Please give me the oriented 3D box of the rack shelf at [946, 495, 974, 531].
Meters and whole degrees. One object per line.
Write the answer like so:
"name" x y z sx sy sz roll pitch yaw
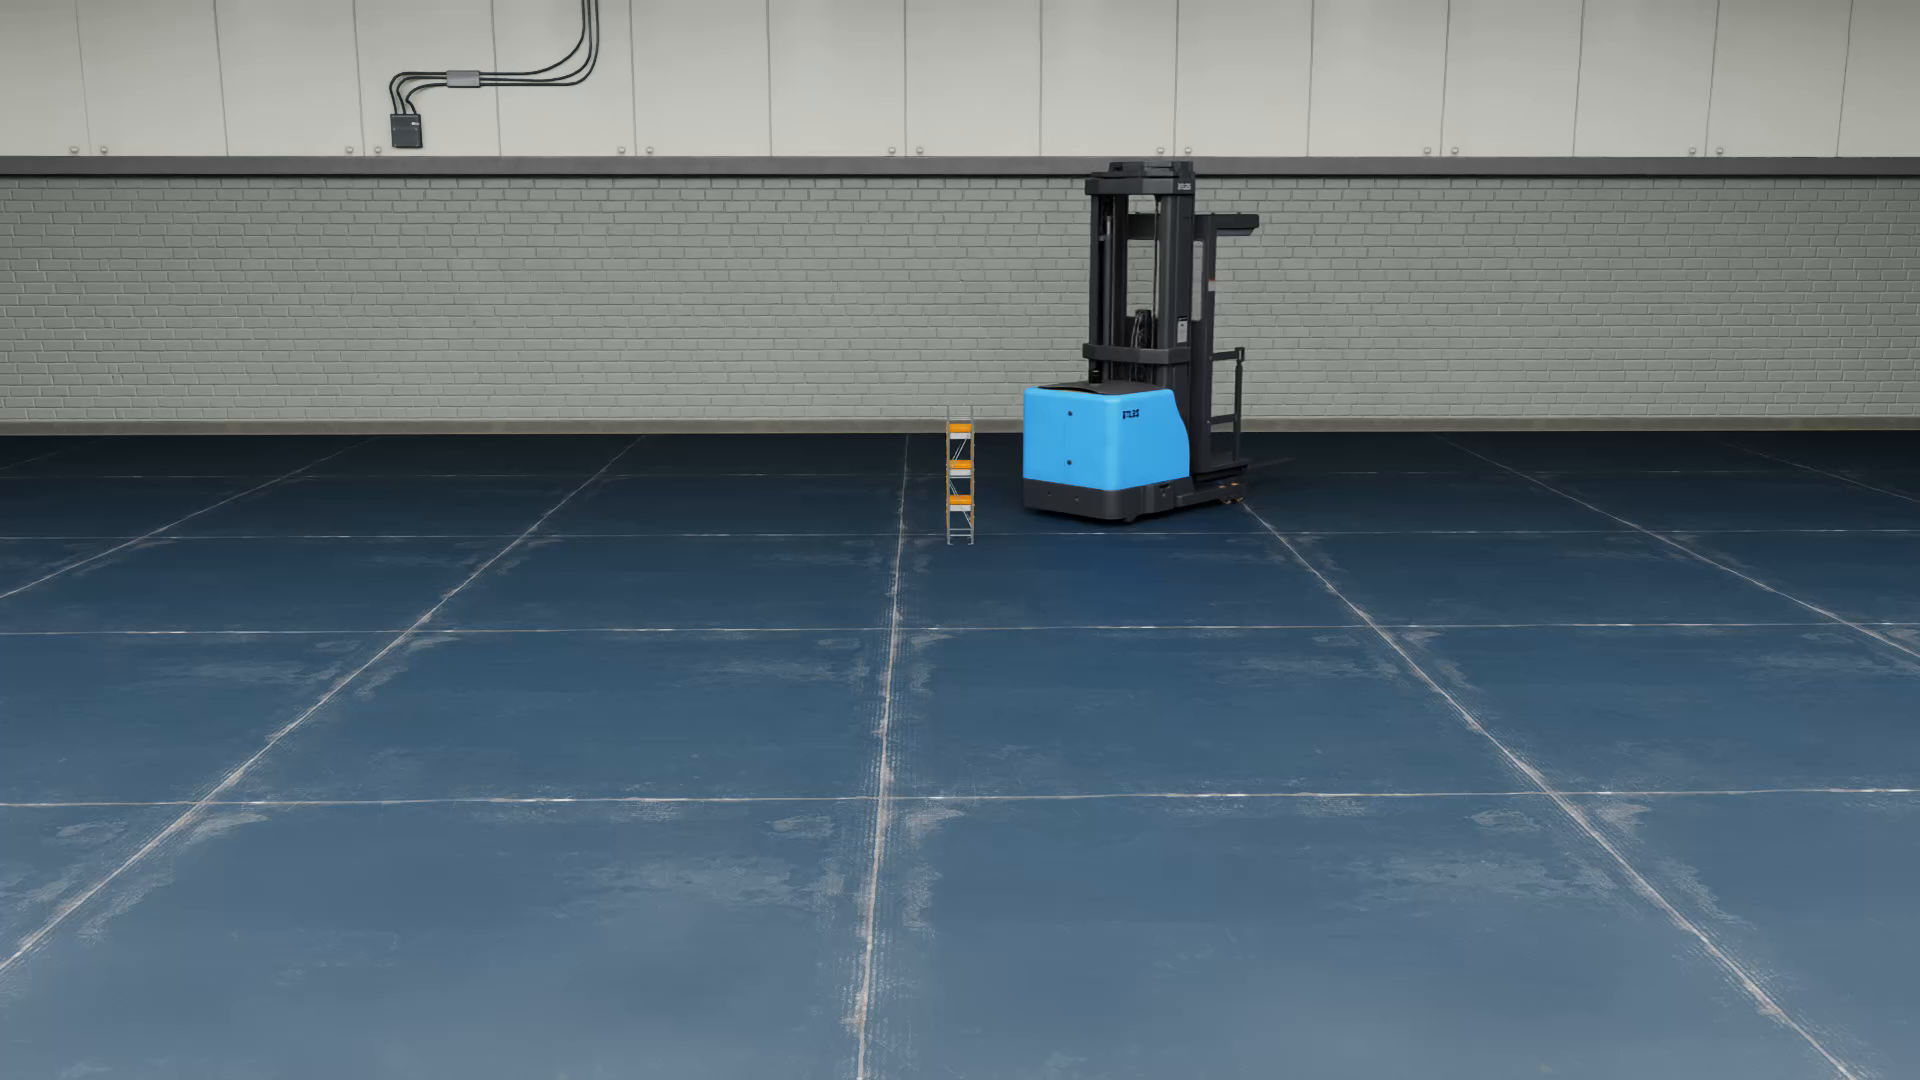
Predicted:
"rack shelf" 0.001 -0.221 12.960 0.215 0.259 0.240 0 11 -1

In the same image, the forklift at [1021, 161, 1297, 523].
"forklift" 1.898 -1.810 14.611 1.130 2.935 3.031 11 16 42

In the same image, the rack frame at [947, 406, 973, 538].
"rack frame" -0.001 -0.528 13.022 0.200 1.050 0.008 0 11 -1

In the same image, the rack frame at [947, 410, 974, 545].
"rack frame" 0.004 -0.480 12.783 0.200 1.050 0.008 0 11 -1

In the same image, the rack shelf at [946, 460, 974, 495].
"rack shelf" 0.001 -0.494 12.904 0.215 0.259 0.240 0 11 -1

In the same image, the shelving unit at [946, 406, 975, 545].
"shelving unit" 0.001 -0.504 12.902 0.215 1.050 0.252 0 11 -1

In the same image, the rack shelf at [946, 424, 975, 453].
"rack shelf" 0.001 -0.772 12.848 0.215 0.259 0.240 0 11 -1

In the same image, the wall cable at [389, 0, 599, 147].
"wall cable" -5.099 -7.282 17.765 2.305 6.003 0.169 0 11 -1
